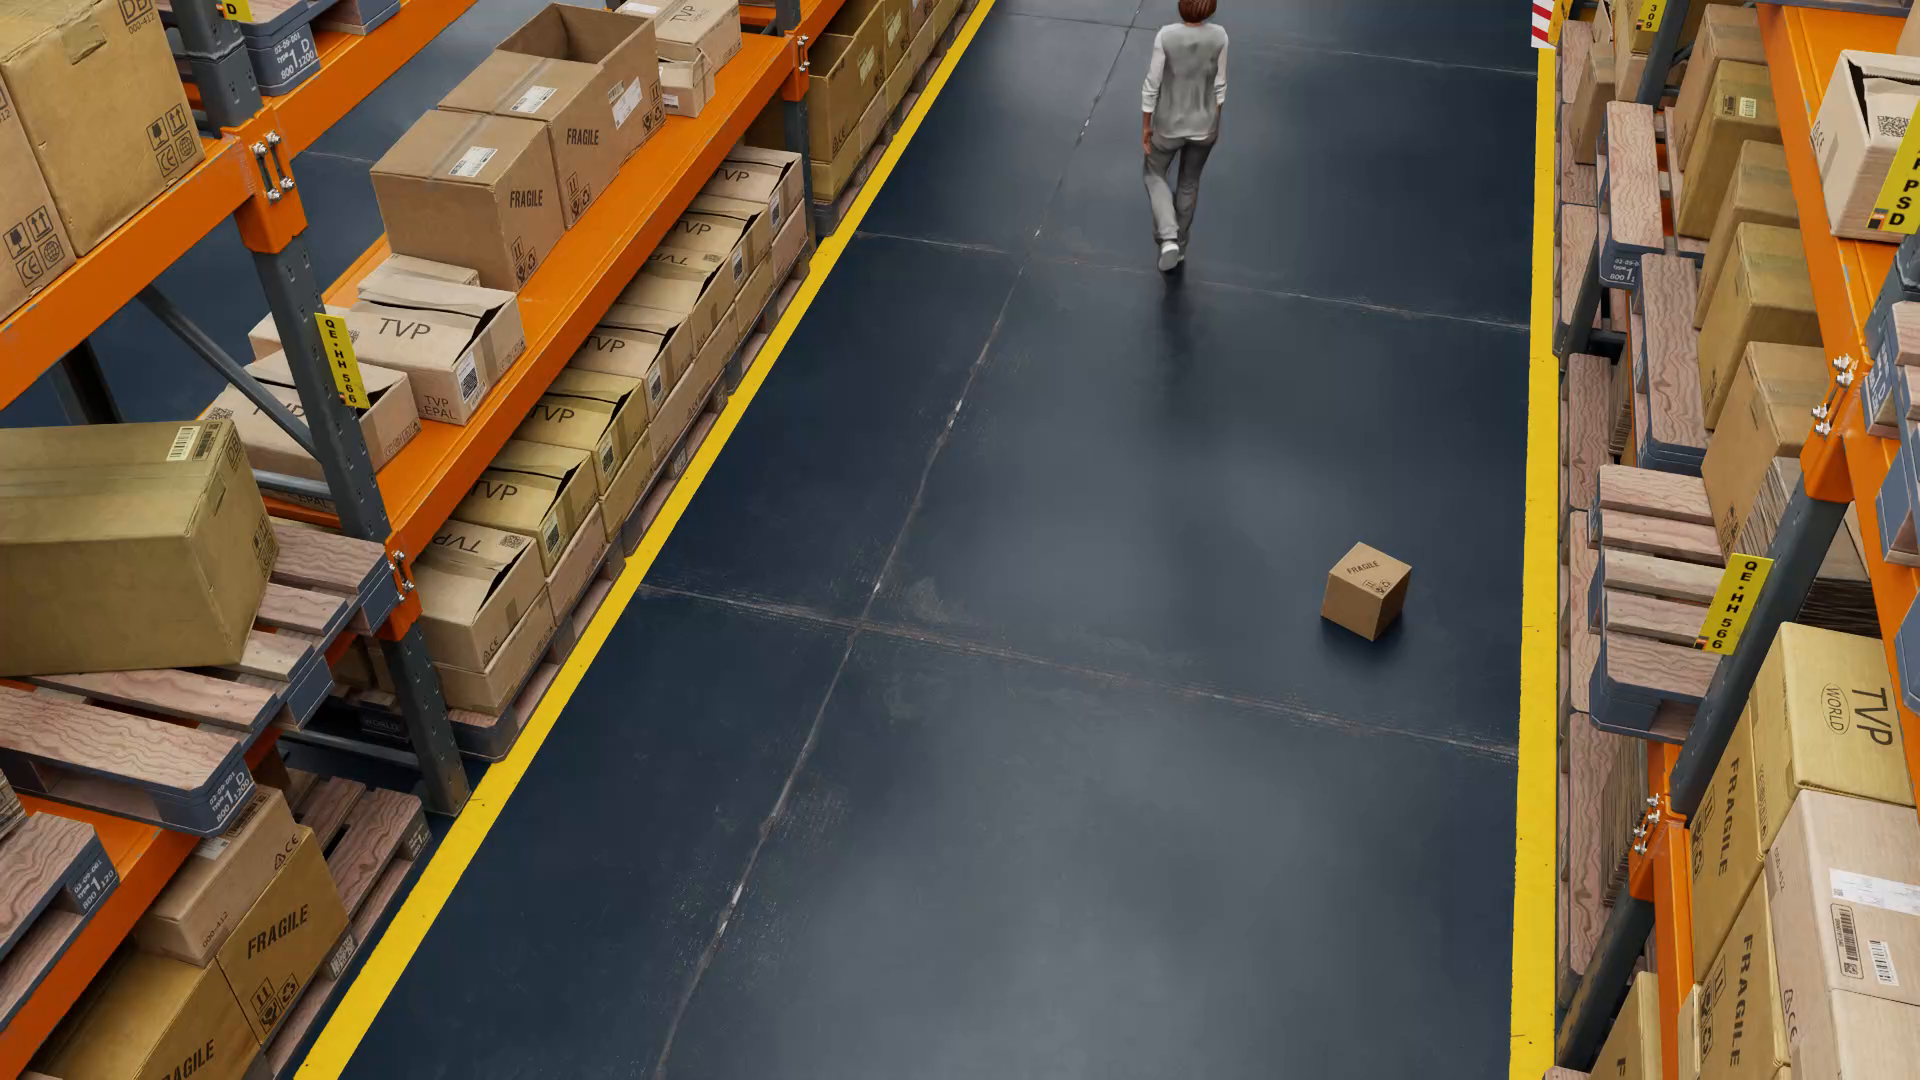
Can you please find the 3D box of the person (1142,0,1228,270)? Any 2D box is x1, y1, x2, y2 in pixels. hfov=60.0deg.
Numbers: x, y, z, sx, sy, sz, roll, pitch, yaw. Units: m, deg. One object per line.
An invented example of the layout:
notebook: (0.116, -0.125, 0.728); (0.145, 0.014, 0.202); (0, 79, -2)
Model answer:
person: (1.128, -2.082, 8.478); (0.431, 1.586, 0.553); (-1, 42, -2)
